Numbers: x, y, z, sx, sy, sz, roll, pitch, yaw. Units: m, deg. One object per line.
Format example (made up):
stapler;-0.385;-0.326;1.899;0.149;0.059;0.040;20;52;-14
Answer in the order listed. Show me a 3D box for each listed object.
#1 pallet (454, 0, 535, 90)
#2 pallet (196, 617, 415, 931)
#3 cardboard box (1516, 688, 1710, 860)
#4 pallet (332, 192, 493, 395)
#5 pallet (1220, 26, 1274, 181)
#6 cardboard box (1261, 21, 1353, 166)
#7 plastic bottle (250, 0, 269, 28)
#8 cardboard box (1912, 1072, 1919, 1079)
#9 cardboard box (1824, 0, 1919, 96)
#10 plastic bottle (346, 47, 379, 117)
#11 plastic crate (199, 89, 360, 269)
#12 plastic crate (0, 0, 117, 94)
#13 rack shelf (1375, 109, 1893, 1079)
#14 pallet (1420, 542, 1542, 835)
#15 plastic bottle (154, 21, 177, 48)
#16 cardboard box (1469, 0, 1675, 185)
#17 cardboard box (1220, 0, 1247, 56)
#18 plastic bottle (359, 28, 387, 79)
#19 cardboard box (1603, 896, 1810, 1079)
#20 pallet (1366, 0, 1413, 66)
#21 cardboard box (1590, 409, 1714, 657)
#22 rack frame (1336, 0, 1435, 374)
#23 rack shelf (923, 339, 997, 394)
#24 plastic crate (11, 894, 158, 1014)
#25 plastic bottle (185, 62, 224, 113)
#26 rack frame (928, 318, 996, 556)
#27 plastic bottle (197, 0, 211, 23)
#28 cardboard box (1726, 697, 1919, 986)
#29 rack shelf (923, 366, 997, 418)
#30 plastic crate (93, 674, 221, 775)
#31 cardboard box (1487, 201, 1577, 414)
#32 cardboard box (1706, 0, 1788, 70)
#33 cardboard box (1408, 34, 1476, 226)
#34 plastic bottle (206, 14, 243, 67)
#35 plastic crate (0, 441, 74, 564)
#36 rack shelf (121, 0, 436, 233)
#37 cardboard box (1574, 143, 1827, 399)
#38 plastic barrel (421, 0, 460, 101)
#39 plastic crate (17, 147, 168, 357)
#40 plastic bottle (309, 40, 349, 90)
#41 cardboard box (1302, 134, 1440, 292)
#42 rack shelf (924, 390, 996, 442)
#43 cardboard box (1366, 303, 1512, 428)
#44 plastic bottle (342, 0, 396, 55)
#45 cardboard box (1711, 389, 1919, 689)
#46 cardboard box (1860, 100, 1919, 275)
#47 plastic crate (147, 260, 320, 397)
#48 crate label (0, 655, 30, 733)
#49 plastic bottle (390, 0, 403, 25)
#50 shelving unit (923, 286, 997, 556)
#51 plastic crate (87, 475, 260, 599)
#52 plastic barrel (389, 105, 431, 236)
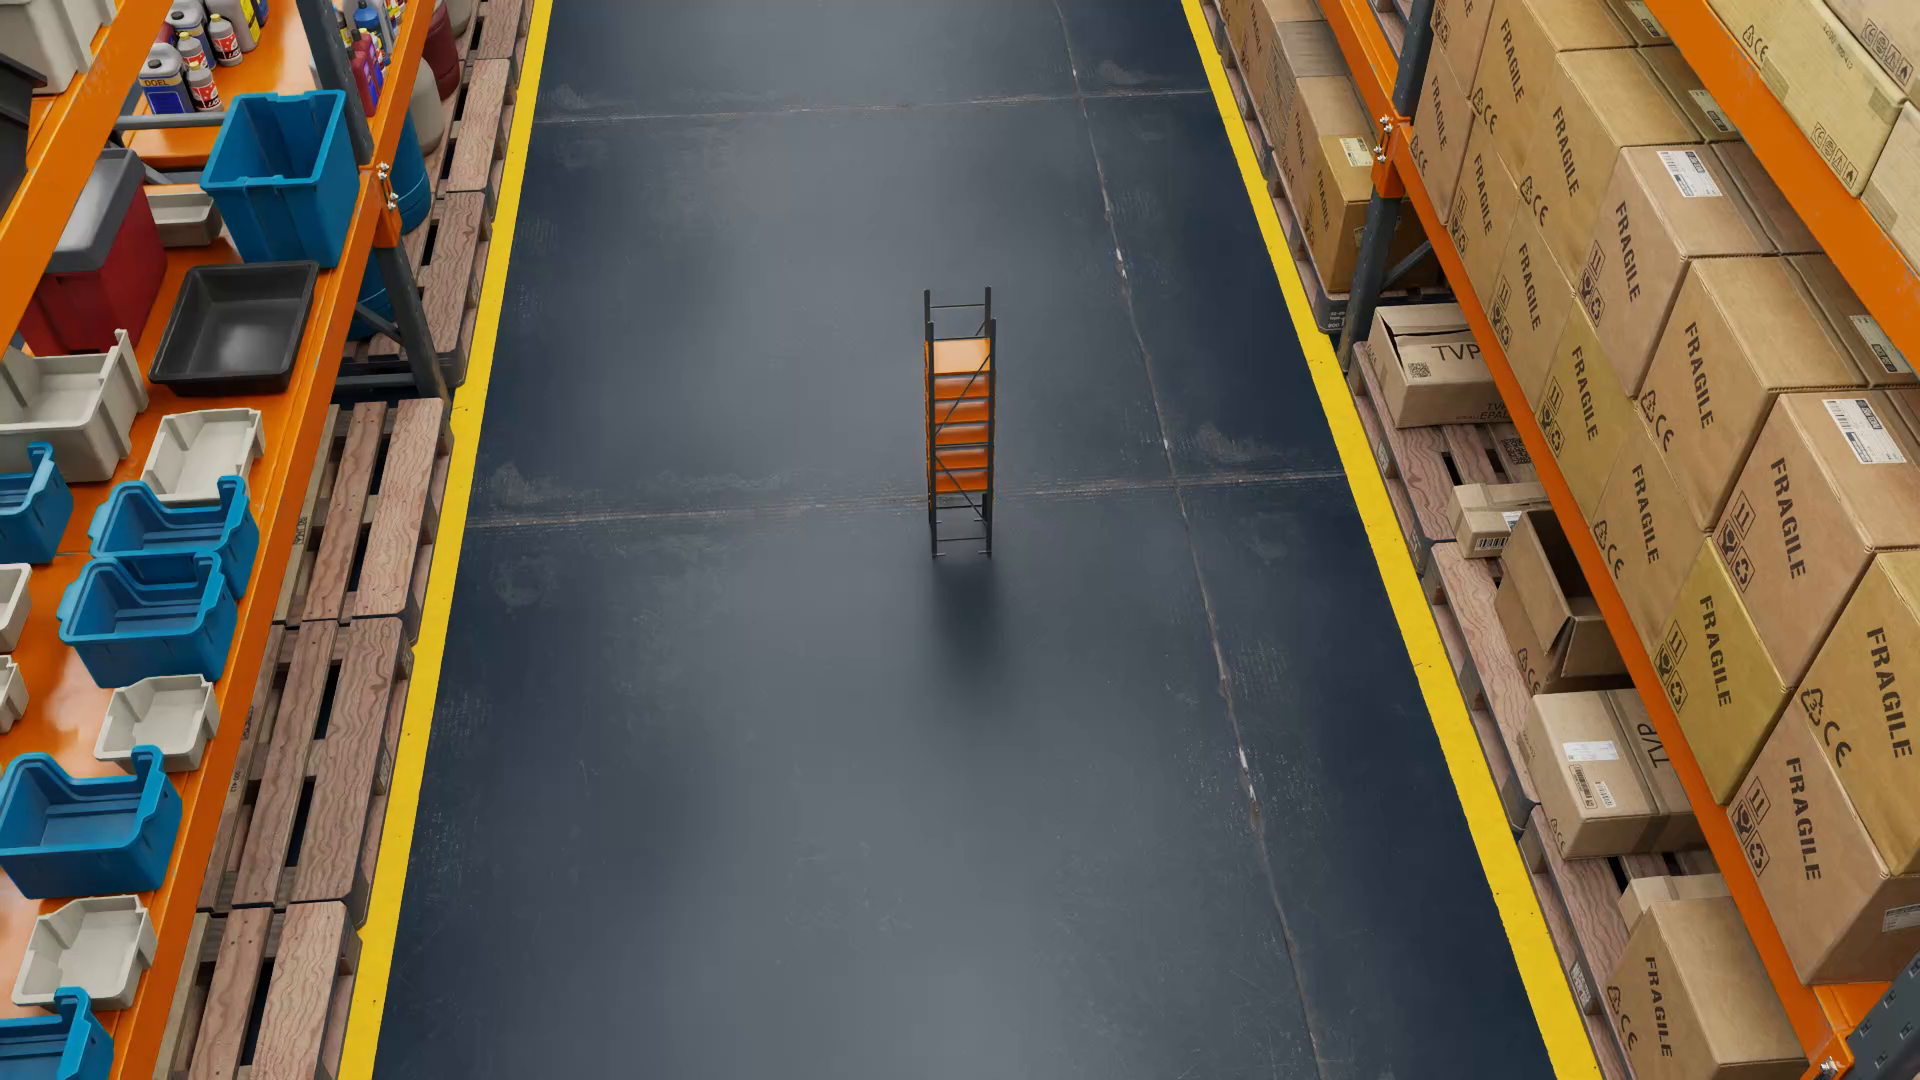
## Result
pallet;-2.955;-2.919;9.369;1.003;0.211;1.213;-3;47;-3
pallet;-2.522;0.821;5.827;1.003;0.211;1.213;-3;47;-3
cardboard box;2.203;0.771;5.545;0.500;0.250;0.500;-3;47;-3
pallet;-2.751;-1.154;7.697;1.003;0.211;1.213;-3;47;-3
pallet;1.998;-2.362;8.842;1.003;0.211;1.213;-3;47;-3
cardboard box;1.807;-2.203;8.189;0.500;0.500;0.500;-3;47;-3
plastic bottle;-3.002;-2.323;6.918;0.144;0.351;0.185;-3;47;-3
cardboard box;2.851;1.549;4.877;0.380;0.149;0.250;-3;47;-3
cardboard box;2.166;-1.188;3.502;0.500;0.250;0.500;-3;47;-3
plastic bottle;-2.333;-1.803;6.472;0.061;0.283;0.133;-3;47;-3
plastic crate;-2.349;-1.250;5.837;0.392;0.384;0.575;-3;47;-3
plastic crate;-2.271;-1.271;3.903;0.437;0.282;0.530;-3;47;-3
rack shelf;2.376;-0.156;5.327;1.077;0.370;4.000;-3;47;-3
pallet;2.371;0.490;6.140;1.003;0.211;1.213;-3;47;-3
plastic bottle;-3.147;-1.942;6.603;0.061;0.283;0.133;-3;47;-3
cardboard box;2.012;-1.497;5.344;0.500;0.500;0.500;-5;47;-5
cardboard box;1.714;-2.948;8.894;0.500;0.500;0.500;-4;47;-4
plastic bottle;-2.372;-1.954;6.671;0.097;0.201;0.097;0;47;0
cardboard box;2.253;1.374;4.802;0.500;0.500;0.500;-3;47;-3
pallet;2.251;-2.369;7.060;1.003;0.211;1.213;-3;47;-3
cardboard box;2.152;-0.034;4.648;0.500;0.500;0.500;-3;47;-3
rack frame;2.209;-1.850;6.436;1.000;3.000;0.127;-3;47;-3
rack shelf;-0.001;-0.640;6.095;0.258;0.103;0.180;-3;47;-3
plastic crate;-2.030;0.977;3.899;0.250;0.136;0.298;-3;47;-3
plastic bottle;-2.960;-1.770;6.497;0.097;0.201;0.097;0;47;0
rack frame;0.006;-0.357;6.262;0.240;1.200;0.006;-3;47;-3
plastic bottle;-3.131;-2.180;6.783;0.144;0.351;0.185;-3;47;-3
cardboard box;2.235;0.702;3.950;0.500;0.500;0.500;-2;47;-2
rack shelf;-0.001;-0.558;6.182;0.258;0.103;0.180;-3;47;-3
plastic crate;-2.086;0.486;4.364;0.250;0.136;0.298;-3;47;-3
cardboard box;2.066;-0.767;5.341;0.500;0.500;0.500;-4;47;-4
cardboard box;2.126;-1.378;4.026;0.500;0.250;0.500;-3;47;-3
cardboard box;1.980;-1.499;6.035;0.500;0.500;0.500;-2;47;-2
plastic bottle;-2.990;-2.034;6.748;0.097;0.201;0.097;0;47;0
plastic crate;-2.820;-0.091;4.844;0.416;0.233;0.300;-3;47;-3
rack shelf;-2.895;-2.751;7.785;1.077;0.370;4.000;-3;47;-3
cardboard box;2.098;-0.752;4.638;0.500;0.500;0.500;-2;47;-2
plastic barrel;-2.910;-2.591;8.510;0.600;0.588;0.708;-3;47;-3
plastic crate;-2.903;-0.933;5.482;0.402;0.464;0.583;-3;47;-3
plastic bottle;-2.437;-1.838;6.459;0.144;0.351;0.185;-3;47;-3
cardboard box;1.882;-1.482;7.506;0.500;0.500;0.500;-4;47;-4
rack shelf;-0.001;-0.475;6.269;0.258;0.103;0.180;-3;47;-3
cardboard box;2.028;-0.760;6.953;0.500;0.311;0.500;-3;47;-3
plastic bottle;-2.417;-2.132;6.789;0.152;0.276;0.135;-3;47;-3
cardboard box;2.189;-0.005;3.931;0.500;0.500;0.500;-2;47;-2
cardboard box;2.207;-0.654;3.341;0.500;0.250;0.500;-3;47;-3
plastic crate;-2.366;-0.684;5.480;0.437;0.125;0.590;-3;47;-3
crate label;-2.699;0.423;4.424;0.396;0.136;0.243;-3;47;-3
plastic bottle;-2.408;-2.262;6.963;0.097;0.201;0.097;0;47;0
shelving unit;-0.001;-0.423;6.324;0.258;1.200;0.189;-3;47;-3
plastic crate;-2.221;0.011;4.748;0.416;0.233;0.300;-3;47;-3
plastic barrel;-2.815;-1.882;7.622;0.600;0.901;0.708;-3;47;-3
